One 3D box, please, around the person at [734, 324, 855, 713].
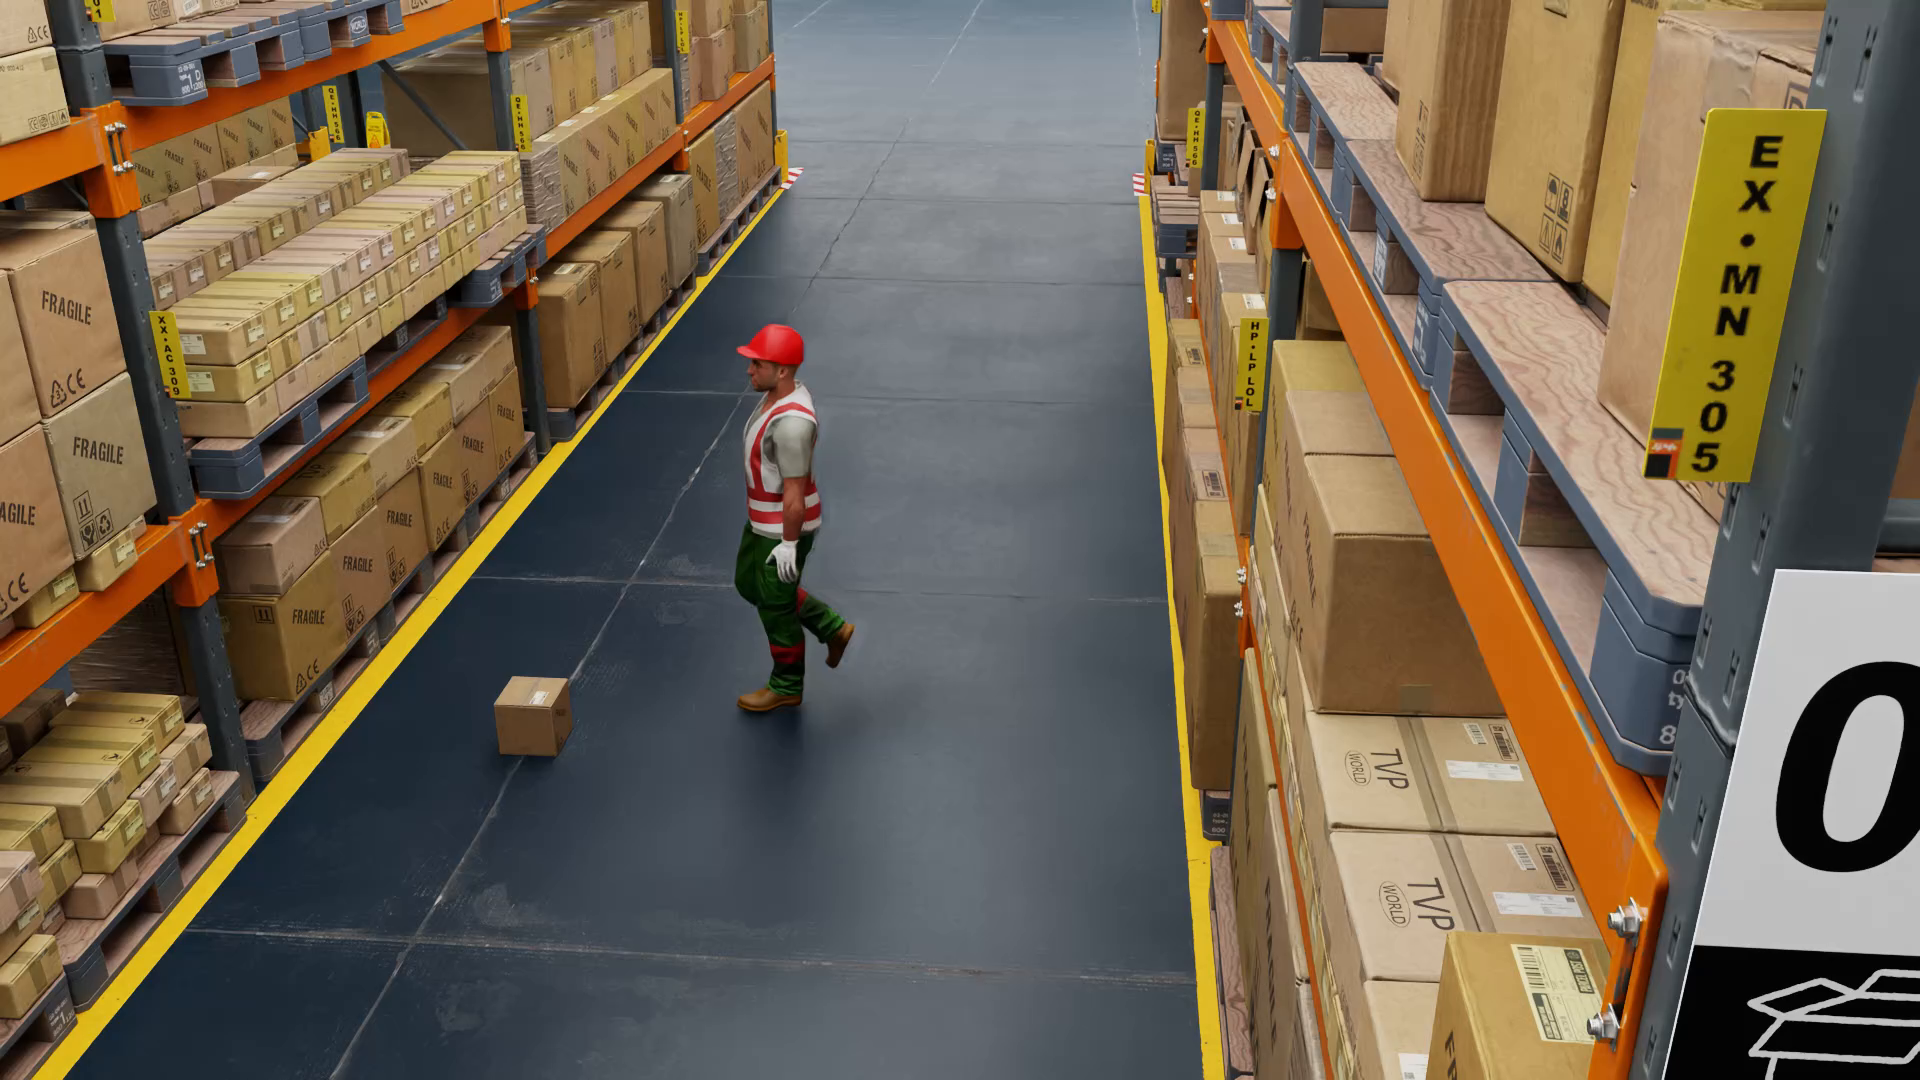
[{"bbox_3d":[-0.733,-0.082,7.192,0.562,1.780,0.591,-6,25,-12],"label":"person"}]
